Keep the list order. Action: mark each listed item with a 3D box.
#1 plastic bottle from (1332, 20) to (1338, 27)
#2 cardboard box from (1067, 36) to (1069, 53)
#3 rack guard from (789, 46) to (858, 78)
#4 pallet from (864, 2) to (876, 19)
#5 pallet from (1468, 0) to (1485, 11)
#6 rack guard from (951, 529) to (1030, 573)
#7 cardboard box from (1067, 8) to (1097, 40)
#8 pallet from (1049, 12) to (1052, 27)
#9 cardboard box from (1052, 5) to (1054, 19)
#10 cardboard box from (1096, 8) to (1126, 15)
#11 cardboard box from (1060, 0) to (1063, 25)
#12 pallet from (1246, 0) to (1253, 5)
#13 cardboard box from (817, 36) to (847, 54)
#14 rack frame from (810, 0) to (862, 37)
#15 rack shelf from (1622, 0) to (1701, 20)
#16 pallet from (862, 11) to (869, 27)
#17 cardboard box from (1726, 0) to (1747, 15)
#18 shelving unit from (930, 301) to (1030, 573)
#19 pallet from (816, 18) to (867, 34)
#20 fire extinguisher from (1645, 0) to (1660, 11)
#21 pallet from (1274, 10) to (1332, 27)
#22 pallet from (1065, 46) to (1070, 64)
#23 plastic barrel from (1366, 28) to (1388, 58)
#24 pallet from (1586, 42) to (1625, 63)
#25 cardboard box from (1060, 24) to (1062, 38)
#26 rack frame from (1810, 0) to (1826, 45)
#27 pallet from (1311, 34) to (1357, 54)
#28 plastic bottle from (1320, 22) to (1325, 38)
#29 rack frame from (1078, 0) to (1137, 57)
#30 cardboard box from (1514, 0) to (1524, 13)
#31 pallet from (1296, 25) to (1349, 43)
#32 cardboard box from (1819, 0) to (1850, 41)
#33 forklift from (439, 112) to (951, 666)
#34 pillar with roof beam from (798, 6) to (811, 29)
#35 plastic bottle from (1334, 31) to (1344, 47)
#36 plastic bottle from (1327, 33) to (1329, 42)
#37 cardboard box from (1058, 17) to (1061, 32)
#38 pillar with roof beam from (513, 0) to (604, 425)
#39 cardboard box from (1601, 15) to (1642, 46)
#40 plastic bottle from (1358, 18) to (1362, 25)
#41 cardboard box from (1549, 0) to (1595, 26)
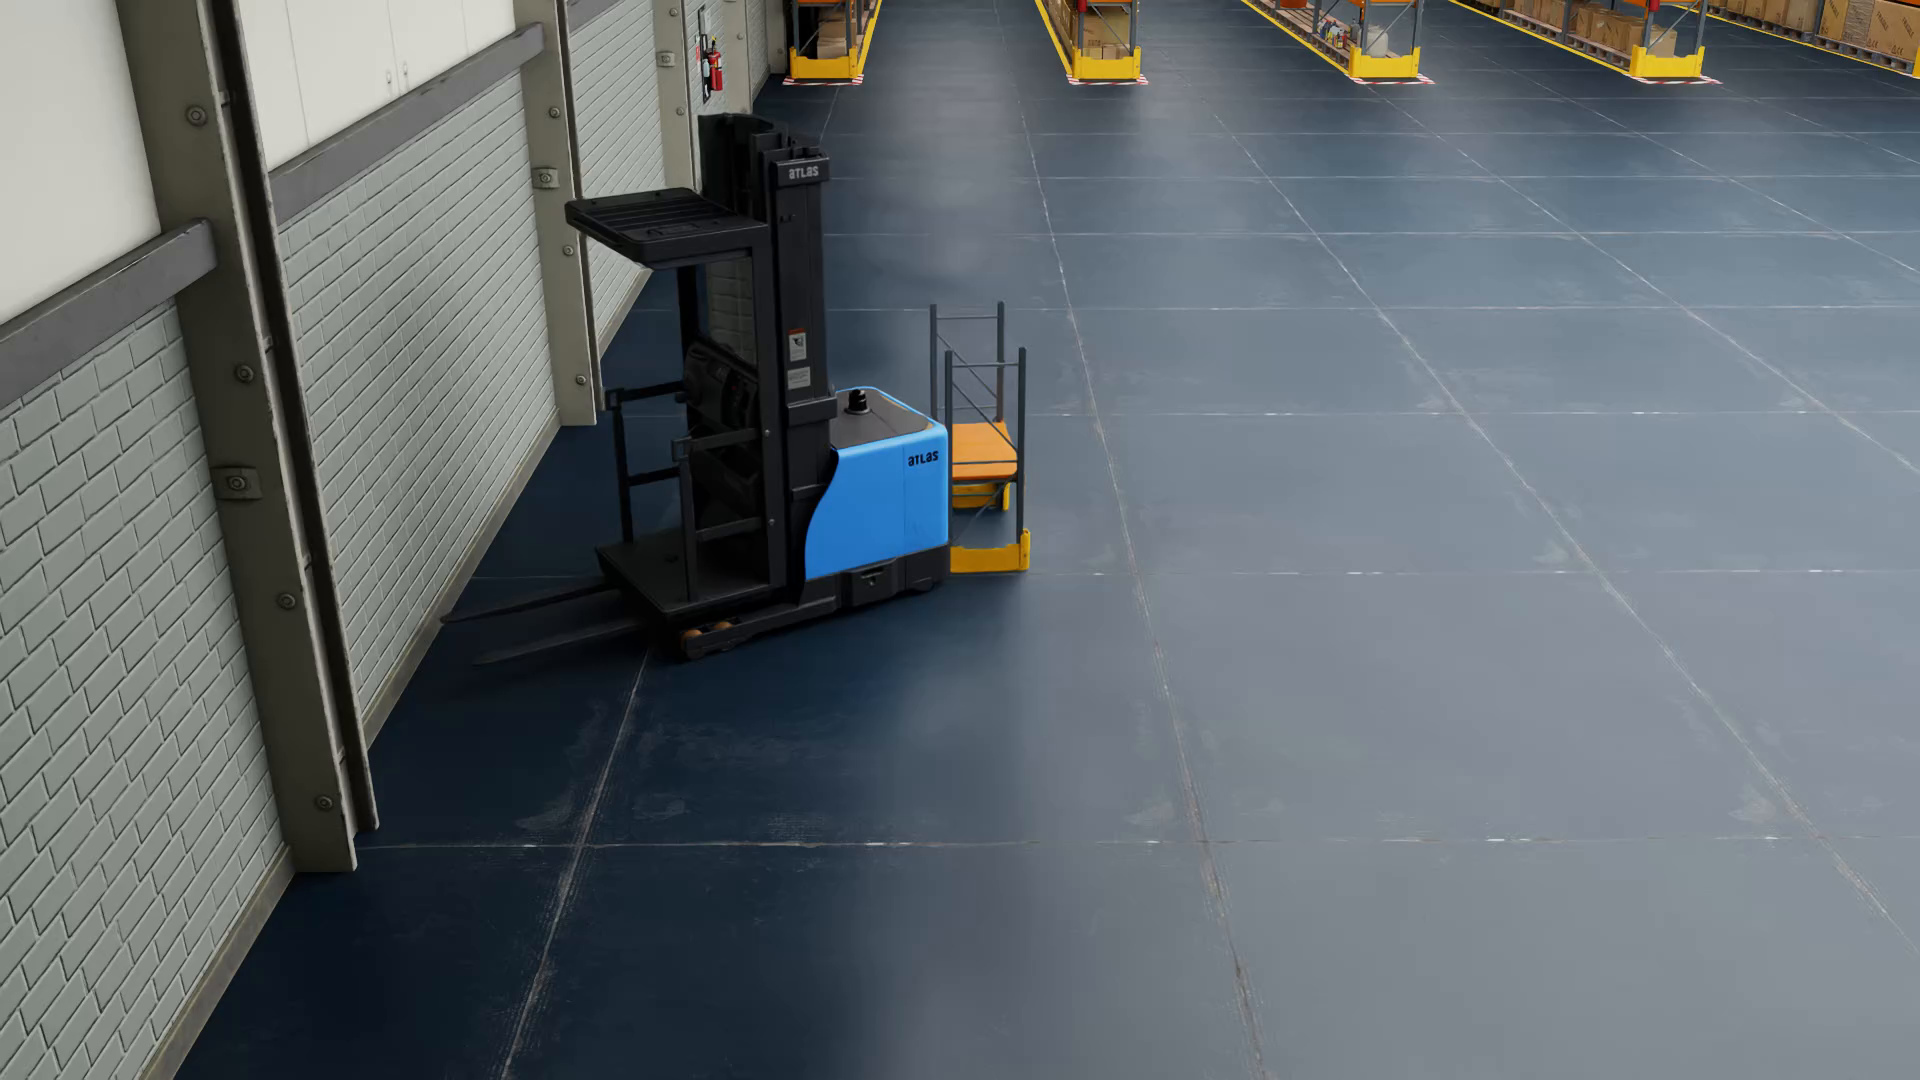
[{"bbox_3d":[7.208,-9.849,32.067,0.144,0.351,0.185,0,24,-1],"label":"plastic bottle"},{"bbox_3d":[2.235,-9.091,30.537,0.500,0.250,0.500,0,24,-1],"label":"cardboard box"},{"bbox_3d":[-2.393,-8.389,29.192,1.175,0.500,0.348,0,24,-1],"label":"rack guard"},{"bbox_3d":[-2.413,-11.848,37.190,1.003,0.211,1.213,0,24,-1],"label":"pallet"},{"bbox_3d":[12.436,-12.416,38.446,1.003,0.211,1.213,0,24,-1],"label":"pallet"},{"bbox_3d":[0.156,0.073,10.785,0.587,0.250,0.087,-3,24,-6],"label":"rack guard"},{"bbox_3d":[2.232,-9.432,30.382,0.500,0.500,0.500,0,24,-1],"label":"cardboard box"},{"bbox_3d":[2.444,-11.207,35.773,1.003,0.211,1.213,0,24,-1],"label":"pallet"},{"bbox_3d":[2.204,-11.117,35.017,0.500,0.250,0.500,-1,24,-2],"label":"cardboard box"},{"bbox_3d":[2.752,-9.435,30.387,0.500,0.500,0.500,0,24,-1],"label":"cardboard box"},{"bbox_3d":[2.209,-10.256,32.204,0.500,0.500,0.500,0,24,-1],"label":"cardboard box"},{"bbox_3d":[7.350,-12.897,39.510,1.003,0.211,1.213,0,24,-1],"label":"pallet"},{"bbox_3d":[-2.316,-8.992,30.221,0.500,0.311,0.500,2,24,4],"label":"cardboard box"},{"bbox_3d":[-2.436,-11.145,32.252,1.000,3.000,0.127,0,24,-1],"label":"rack frame"},{"bbox_3d":[12.445,-10.060,30.726,1.077,0.370,4.000,0,24,-1],"label":"rack shelf"},{"bbox_3d":[-2.473,-11.201,35.759,1.003,0.211,1.213,0,24,-1],"label":"pallet"},{"bbox_3d":[17.257,-11.756,35.822,1.050,0.750,0.750,-1,24,-1],"label":"cardboard box"},{"bbox_3d":[0.103,-0.700,10.978,0.587,1.500,1.083,-3,24,-6],"label":"shelving unit"},{"bbox_3d":[-2.462,-10.699,34.650,1.003,0.211,1.213,0,24,-1],"label":"pallet"},{"bbox_3d":[12.007,-9.479,28.662,0.296,0.674,0.183,0,24,-1],"label":"fire extinguisher"},{"bbox_3d":[7.396,-11.248,35.863,1.003,0.211,1.213,0,24,-1],"label":"pallet"},{"bbox_3d":[2.500,-9.066,31.040,1.003,0.211,1.213,0,24,-1],"label":"pallet"},{"bbox_3d":[7.430,-8.870,29.731,0.421,0.512,0.421,0,24,0],"label":"plastic barrel"},{"bbox_3d":[12.482,-9.161,31.248,1.003,0.211,1.213,0,24,-1],"label":"pallet"},{"bbox_3d":[2.219,-9.915,32.359,0.500,0.250,0.500,0,24,-1],"label":"cardboard box"},{"bbox_3d":[17.384,-11.192,32.357,1.000,3.000,0.127,0,24,-1],"label":"rack frame"},{"bbox_3d":[7.436,-9.642,32.313,1.003,0.211,1.213,0,24,-1],"label":"pallet"},{"bbox_3d":[7.066,-9.882,32.232,0.152,0.276,0.135,1,24,1],"label":"plastic bottle"},{"bbox_3d":[2.561,-9.520,28.660,1.000,3.000,0.127,0,24,-1],"label":"rack frame"},{"bbox_3d":[12.407,-11.645,35.858,0.700,0.500,0.500,-2,24,-3],"label":"cardboard box"},{"bbox_3d":[7.423,-10.242,33.640,1.003,0.211,1.213,0,24,-1],"label":"pallet"},{"bbox_3d":[17.321,-10.156,32.134,0.875,0.875,0.875,0,24,0],"label":"cardboard box"},{"bbox_3d":[-1.580,-0.890,9.661,3.031,2.935,1.130,-15,28,-29],"label":"forklift"},{"bbox_3d":[0.974,-15.006,33.510,9.100,9.000,0.400,0,24,-1],"label":"pillar with roof beam"},{"bbox_3d":[7.080,-9.359,31.075,0.152,0.276,0.135,0,24,0],"label":"plastic bottle"},{"bbox_3d":[7.046,-9.586,31.667,0.097,0.201,0.097,0,24,0],"label":"plastic bottle"},{"bbox_3d":[2.223,-10.277,33.159,0.500,0.250,0.500,0,24,-1],"label":"cardboard box"},{"bbox_3d":[1.236,-5.117,11.643,9.100,9.000,0.400,0,24,-1],"label":"pillar with roof beam"},{"bbox_3d":[12.487,-9.608,31.377,0.500,0.500,0.500,-2,24,-5],"label":"cardboard box"},{"bbox_3d":[7.766,-9.919,32.222,0.144,0.351,0.185,-1,24,-2],"label":"plastic bottle"},{"bbox_3d":[12.452,-10.723,33.818,0.700,0.500,0.500,0,24,-1],"label":"cardboard box"}]
